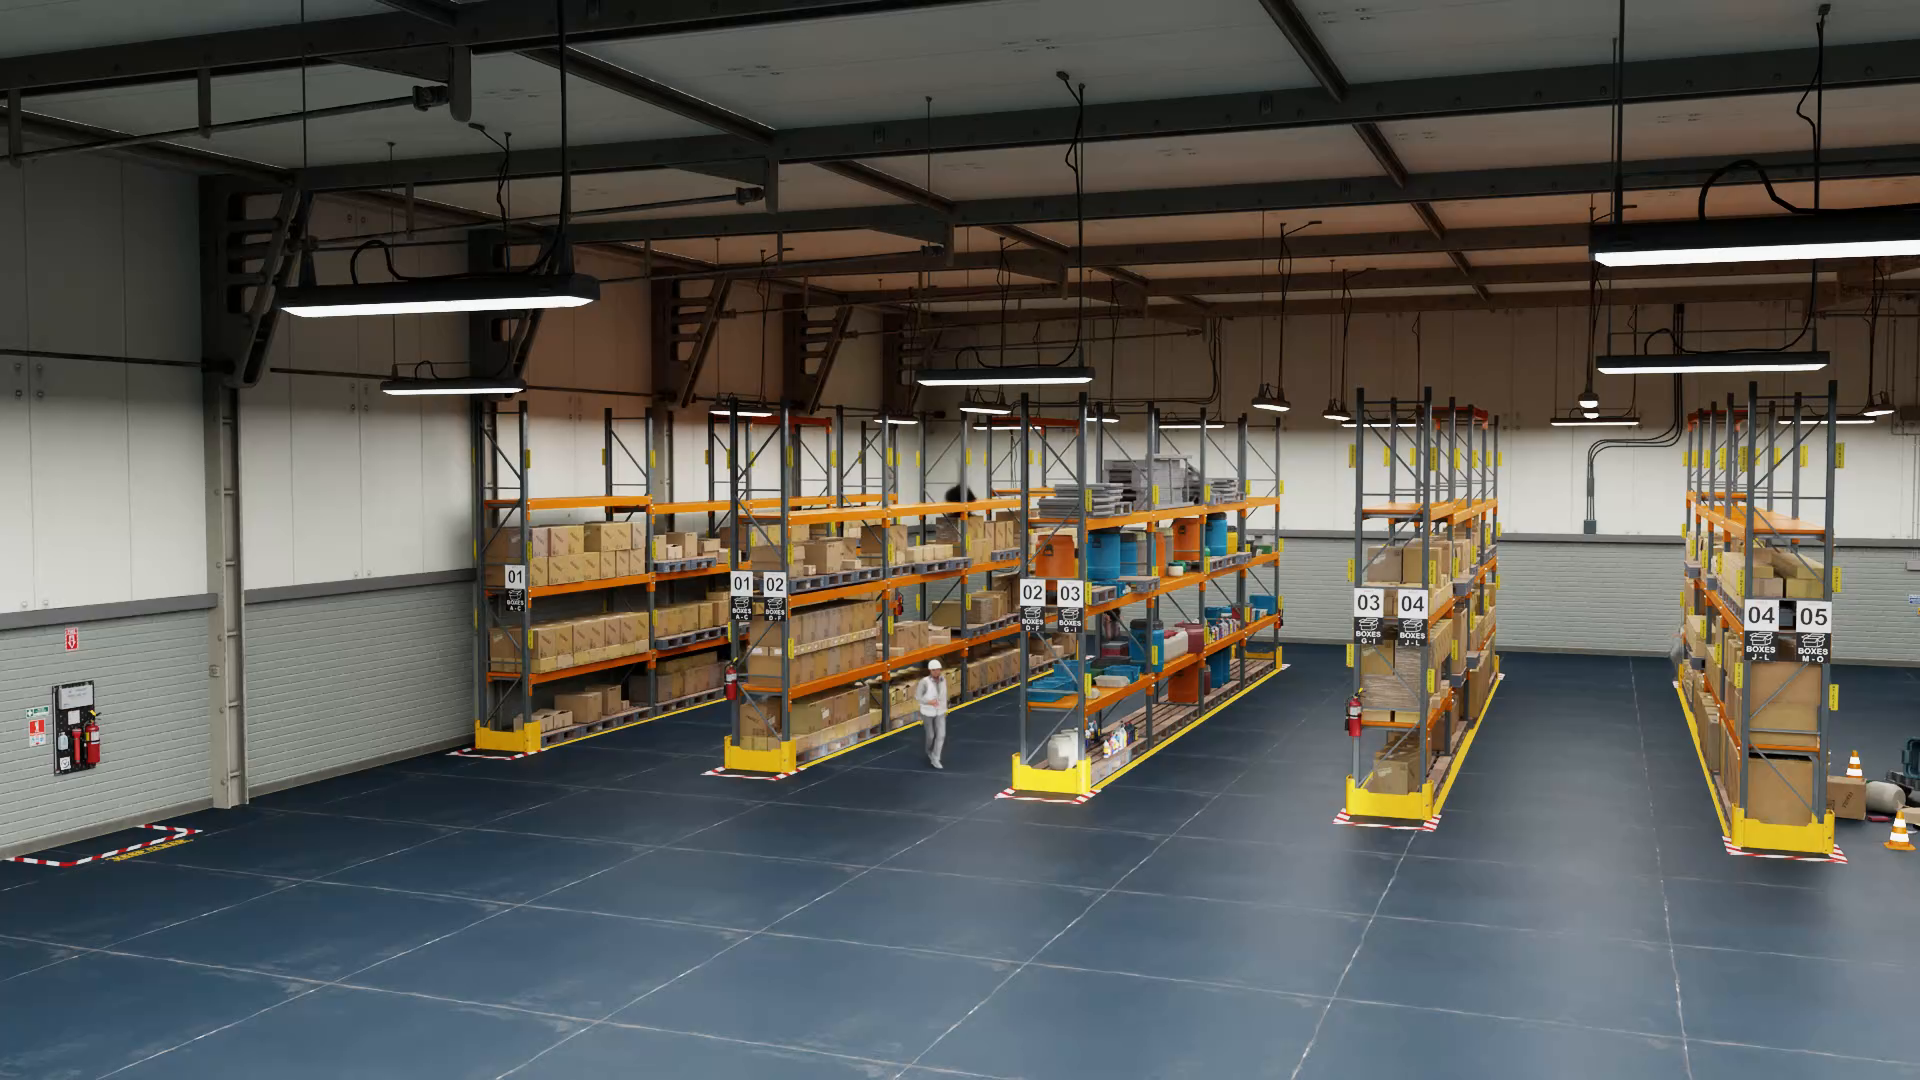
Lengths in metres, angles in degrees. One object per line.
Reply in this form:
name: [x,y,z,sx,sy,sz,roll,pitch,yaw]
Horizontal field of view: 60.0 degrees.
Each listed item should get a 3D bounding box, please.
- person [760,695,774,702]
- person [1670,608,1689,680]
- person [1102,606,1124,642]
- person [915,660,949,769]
person: [-3.671,2.686,31.774,0.614,1.638,0.776,-1,3,-25]
person: [16.335,2.328,37.413,0.687,1.776,0.697,0,3,9]
person: [3.918,2.091,42.740,0.650,1.667,0.609,0,3,-8]
person: [-0.465,2.804,27.093,0.641,1.742,0.858,-1,3,-17]
